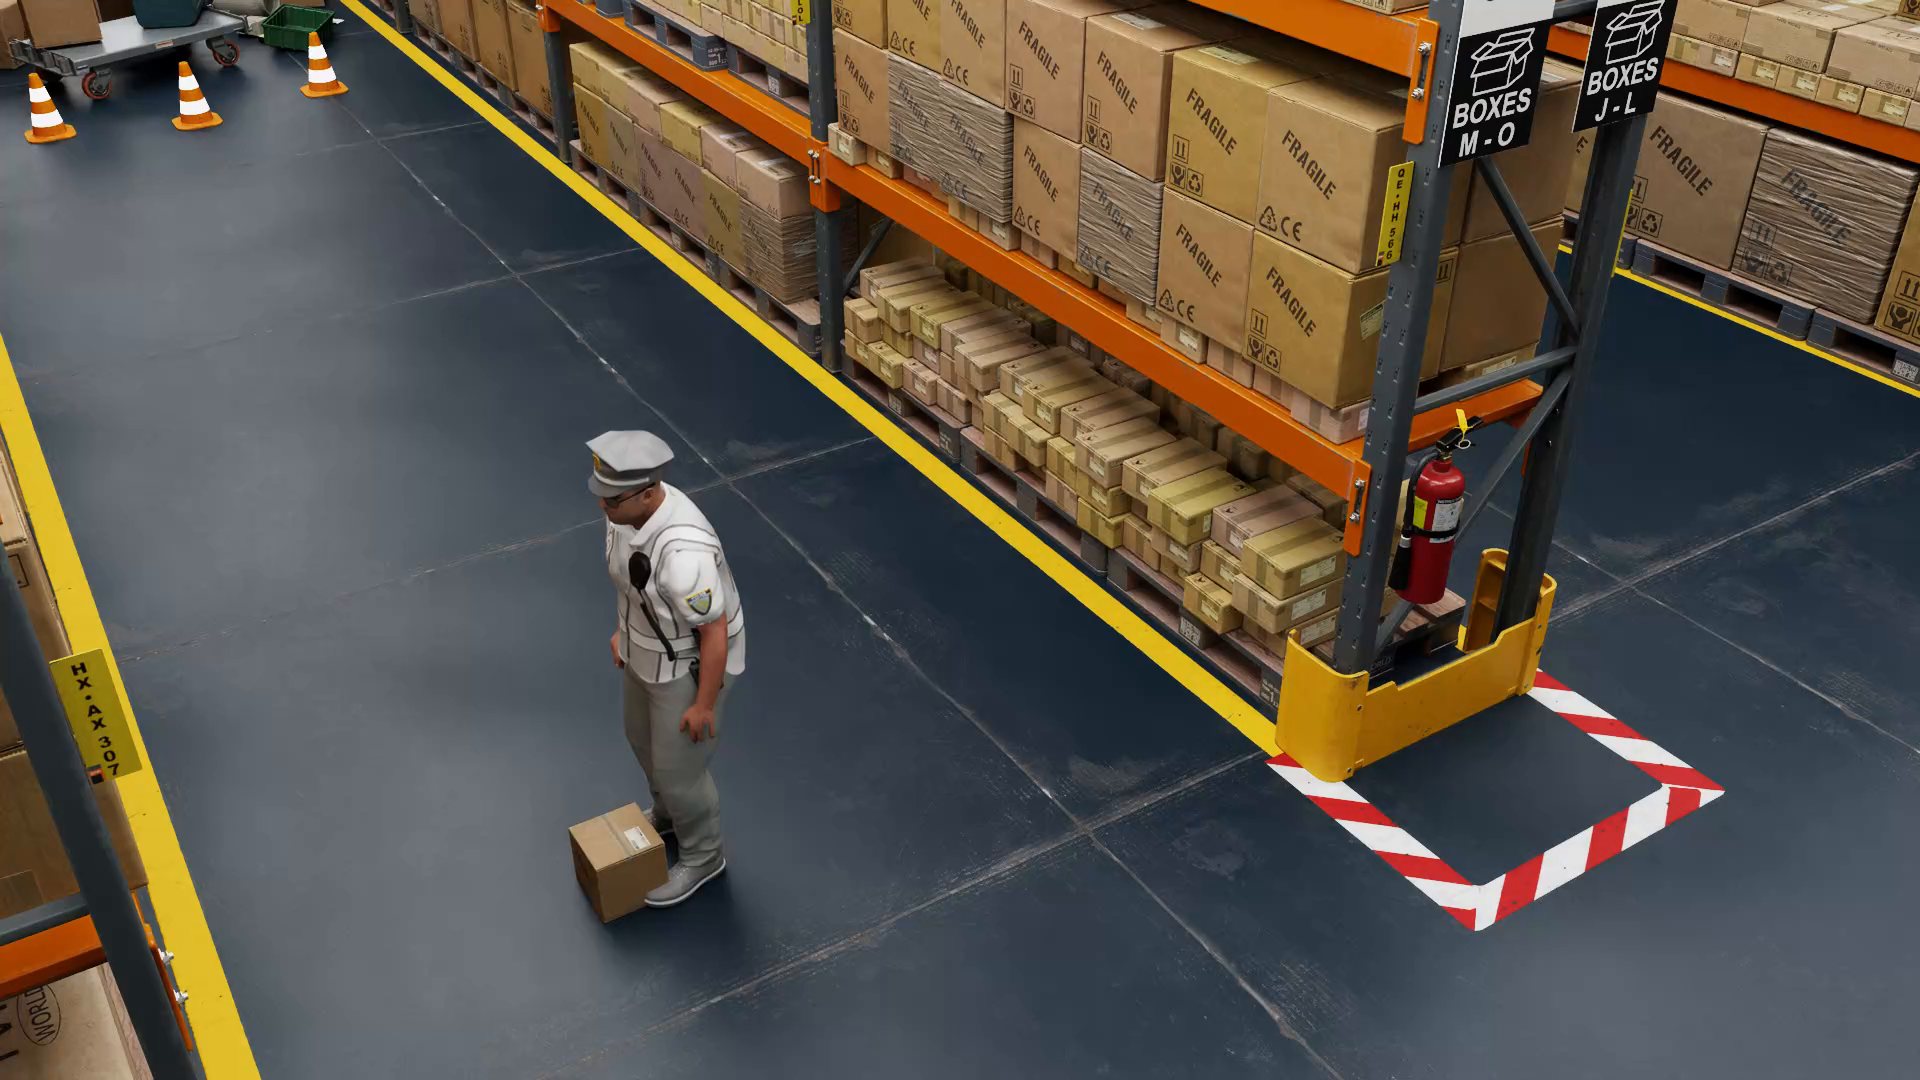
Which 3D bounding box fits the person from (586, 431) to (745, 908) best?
[{"bbox_3d":[-0.965,0.409,5.484,0.476,1.749,0.606,-21,38,-30],"label":"person"}]
